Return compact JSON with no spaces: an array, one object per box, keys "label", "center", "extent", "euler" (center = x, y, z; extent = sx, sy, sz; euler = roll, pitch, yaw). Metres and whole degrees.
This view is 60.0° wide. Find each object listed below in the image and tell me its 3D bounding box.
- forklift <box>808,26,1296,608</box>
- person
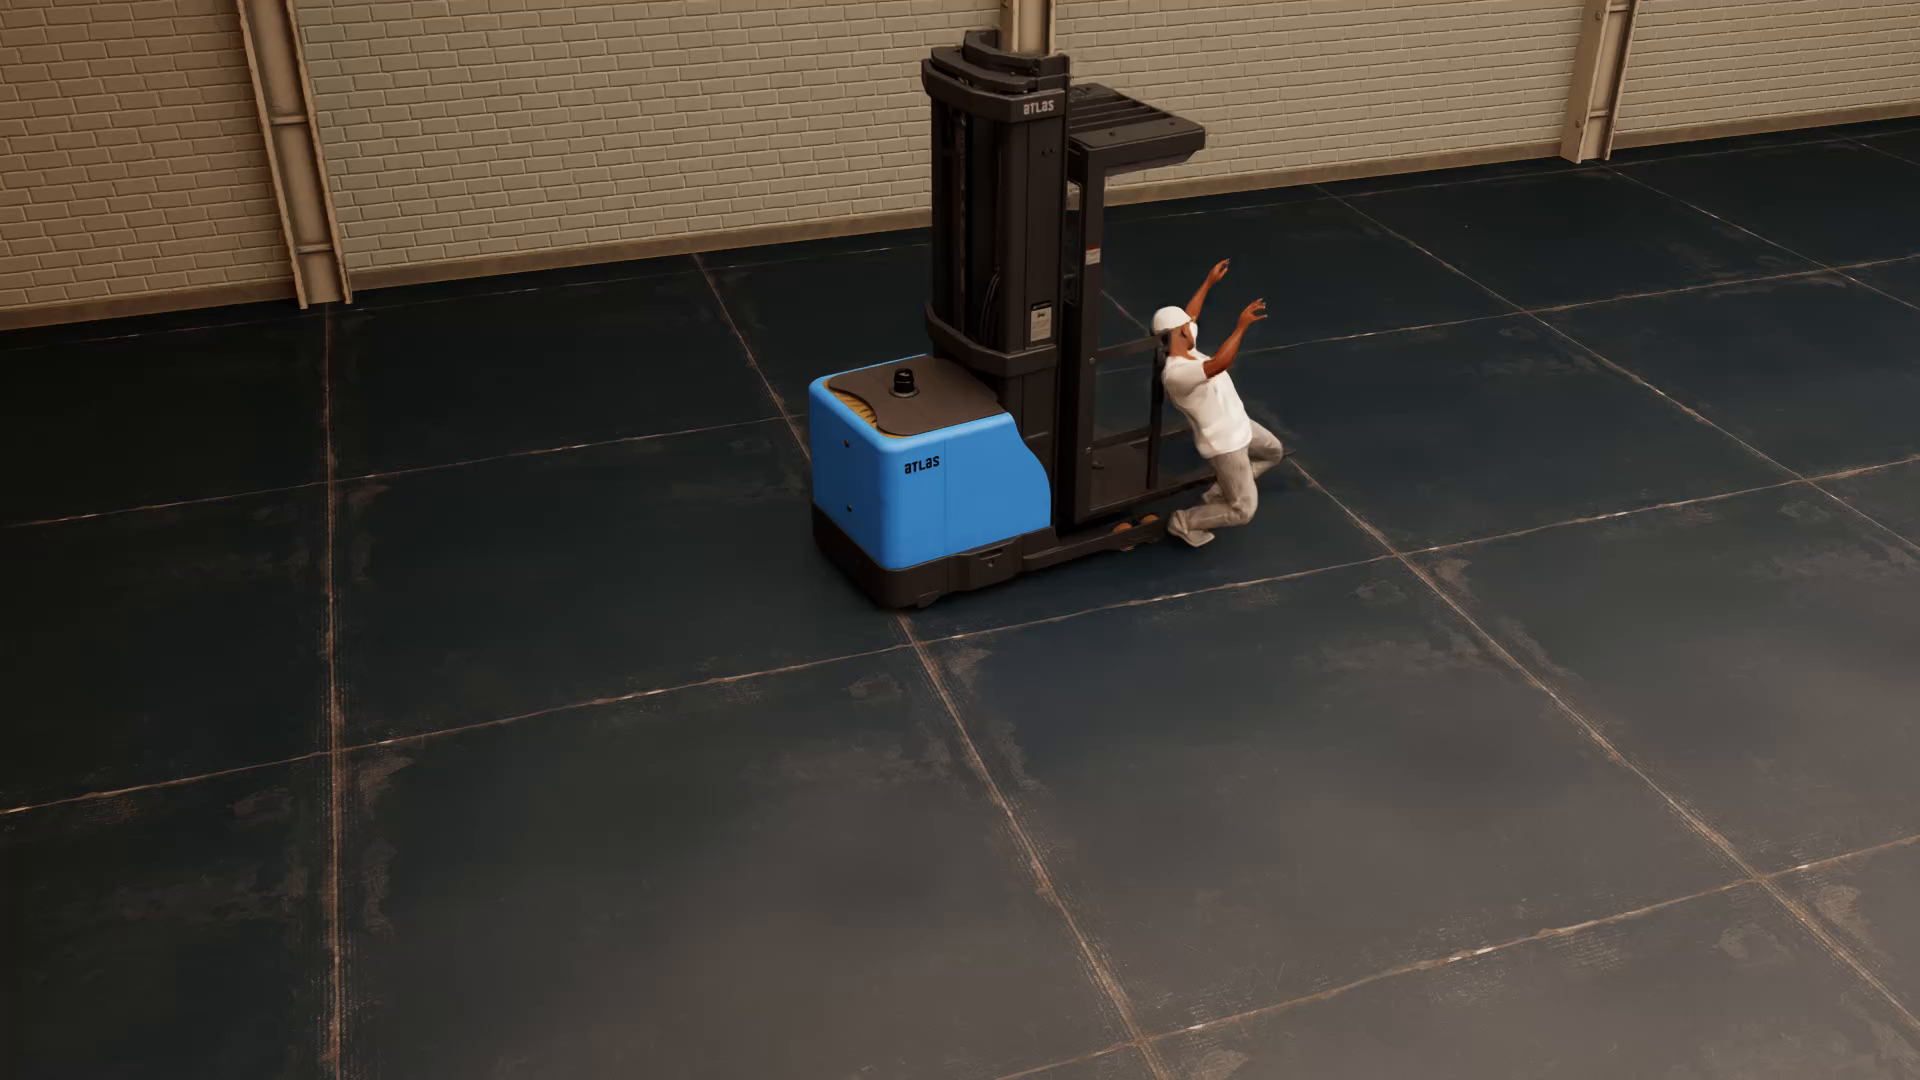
[{"label":"forklift","center":[0.657,-1.414,9.545],"extent":[3.031,2.935,1.130],"euler":[-16,34,-26]},{"label":"person","center":[1.507,-0.829,9.723],"extent":[0.811,1.557,1.080],"euler":[7,31,11]}]
